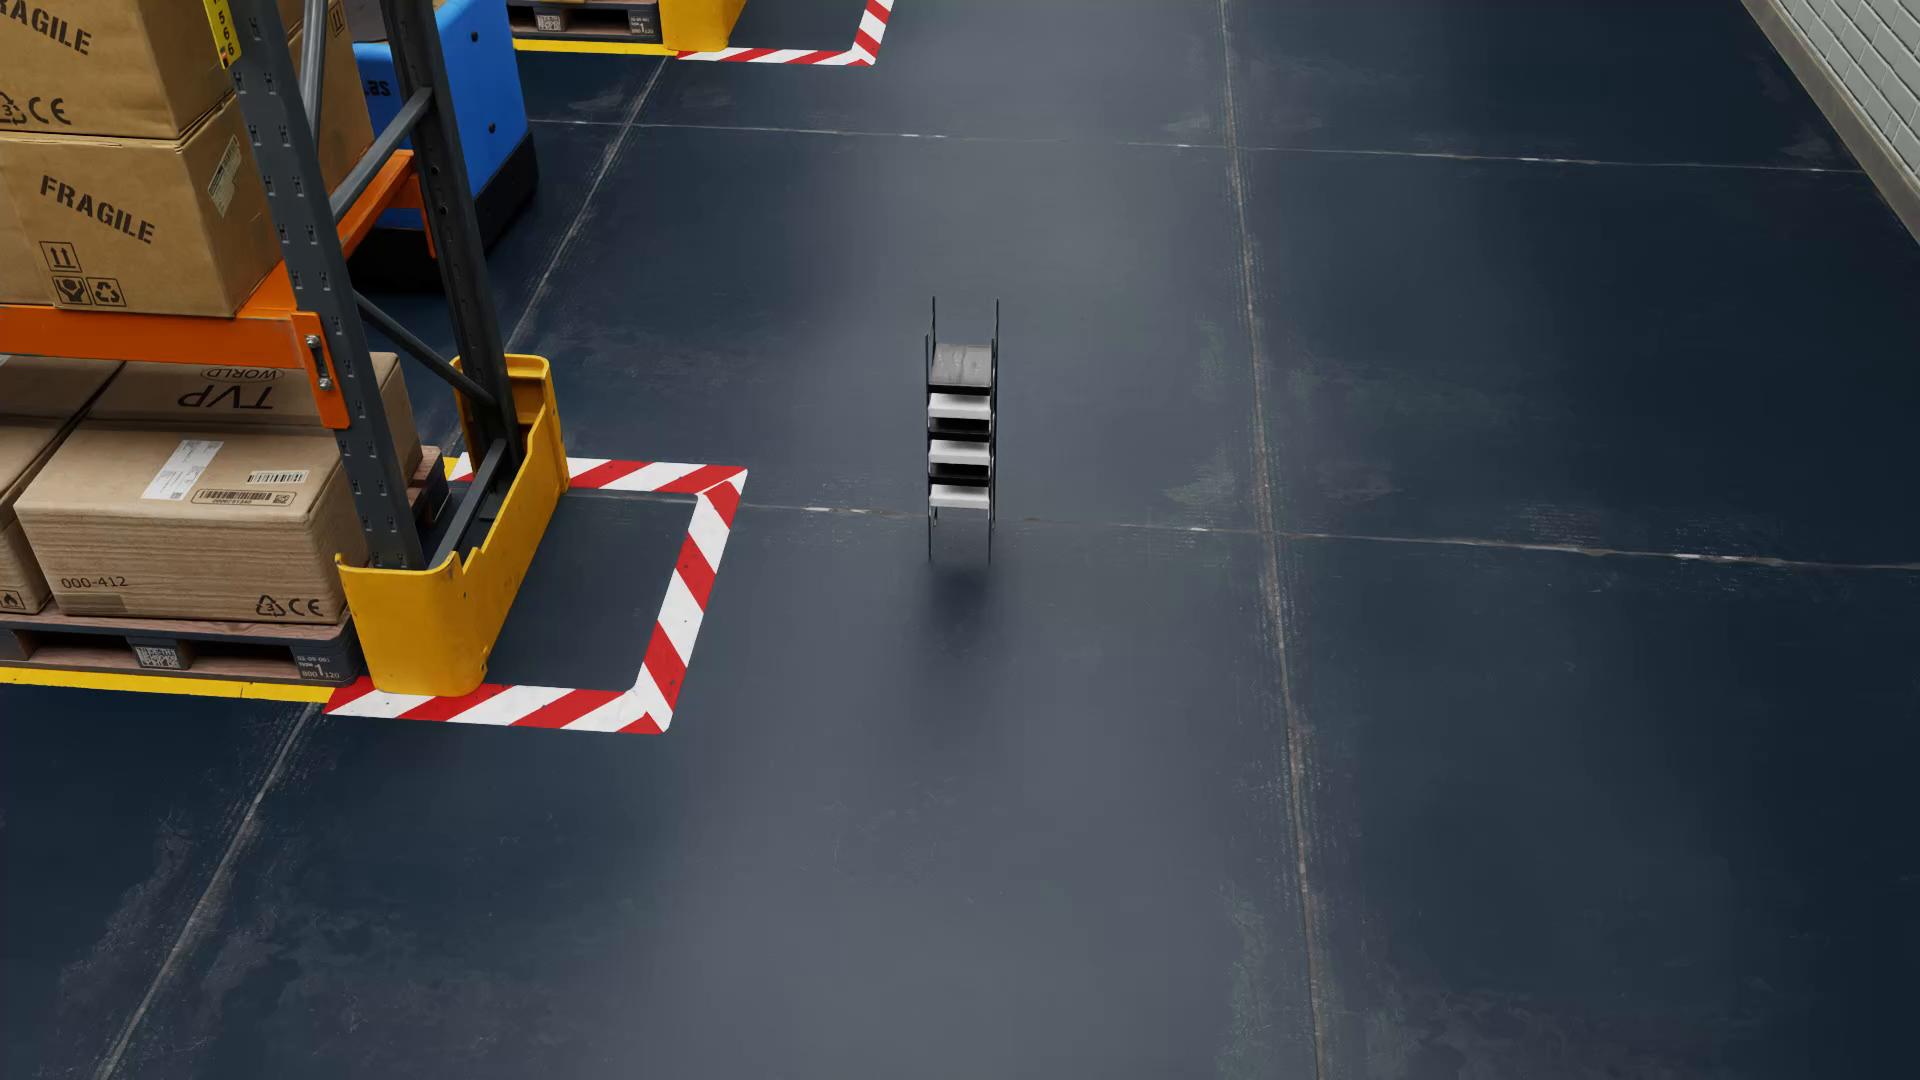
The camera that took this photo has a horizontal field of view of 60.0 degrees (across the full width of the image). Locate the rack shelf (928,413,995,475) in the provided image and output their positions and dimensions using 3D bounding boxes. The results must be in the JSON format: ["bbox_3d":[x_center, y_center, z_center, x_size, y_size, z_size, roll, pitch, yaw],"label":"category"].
[{"bbox_3d":[0.008,-0.323,5.486,0.200,0.077,0.258,3,39,4],"label":"rack shelf"}]

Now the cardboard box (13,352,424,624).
[{"bbox_3d":[-2.314,-0.194,5.309,0.875,0.438,0.875,2,39,2],"label":"cardboard box"}]

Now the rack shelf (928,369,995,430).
[{"bbox_3d":[0.008,-0.462,5.373,0.200,0.077,0.258,3,39,4],"label":"rack shelf"}]

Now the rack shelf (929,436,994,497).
[{"bbox_3d":[0.008,-0.253,5.543,0.200,0.077,0.258,3,39,4],"label":"rack shelf"}]

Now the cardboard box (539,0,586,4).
[{"bbox_3d":[-2.128,-3.075,9.077,0.250,0.149,0.380,4,39,5],"label":"cardboard box"}]

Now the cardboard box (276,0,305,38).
[{"bbox_3d":[-2.101,-1.683,4.570,0.500,0.500,0.500,2,39,3],"label":"cardboard box"}]

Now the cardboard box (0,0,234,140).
[{"bbox_3d":[-2.148,-1.354,4.167,0.500,0.500,0.500,4,39,5],"label":"cardboard box"}]

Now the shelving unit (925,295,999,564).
[{"bbox_3d":[0.008,-0.349,5.465,0.210,0.900,0.258,3,39,4],"label":"shelving unit"}]

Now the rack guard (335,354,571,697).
[{"bbox_3d":[-1.624,-0.081,5.453,0.348,0.500,1.175,3,39,4],"label":"rack guard"}]

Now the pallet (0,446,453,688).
[{"bbox_3d":[-2.451,0.036,5.539,1.213,0.211,1.003,3,39,4],"label":"pallet"}]

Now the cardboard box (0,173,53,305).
[{"bbox_3d":[-2.650,-0.987,4.507,0.500,0.500,0.500,2,39,3],"label":"cardboard box"}]

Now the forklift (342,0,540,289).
[{"bbox_3d":[-3.506,-2.622,6.649,3.031,2.935,1.130,5,39,7],"label":"forklift"}]

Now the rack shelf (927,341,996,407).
[{"bbox_3d":[0.008,-0.532,5.316,0.200,0.077,0.258,3,39,4],"label":"rack shelf"}]

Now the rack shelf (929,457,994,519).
[{"bbox_3d":[0.008,-0.183,5.600,0.200,0.077,0.258,3,39,4],"label":"rack shelf"}]

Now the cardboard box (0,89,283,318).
[{"bbox_3d":[-2.151,-0.950,4.462,0.500,0.500,0.500,3,39,4],"label":"cardboard box"}]

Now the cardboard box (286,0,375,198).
[{"bbox_3d":[-2.101,-1.297,4.888,0.500,0.500,0.500,3,39,3],"label":"cardboard box"}]

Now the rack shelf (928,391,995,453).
[{"bbox_3d":[0.008,-0.392,5.430,0.200,0.077,0.258,3,39,4],"label":"rack shelf"}]

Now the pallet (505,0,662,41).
[{"bbox_3d":[-2.203,-3.159,9.464,1.213,0.211,1.003,3,39,4],"label":"pallet"}]

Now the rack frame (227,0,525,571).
[{"bbox_3d":[-1.647,-1.051,4.665,0.127,3.000,1.000,3,39,4],"label":"rack frame"}]

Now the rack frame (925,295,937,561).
[{"bbox_3d":[-0.093,-0.354,5.472,0.006,0.900,0.240,3,39,4],"label":"rack frame"}]

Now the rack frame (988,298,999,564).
[{"bbox_3d":[0.109,-0.343,5.459,0.006,0.900,0.240,3,39,4],"label":"rack frame"}]

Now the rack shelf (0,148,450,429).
[{"bbox_3d":[-3.640,-0.881,5.026,4.000,0.370,1.077,3,39,4],"label":"rack shelf"}]

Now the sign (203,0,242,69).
[{"bbox_3d":[-1.708,-1.252,3.807,0.005,0.325,0.100,3,39,4],"label":"sign"}]

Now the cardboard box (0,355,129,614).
[{"bbox_3d":[-3.226,-0.238,5.363,0.875,0.438,0.875,4,39,5],"label":"cardboard box"}]

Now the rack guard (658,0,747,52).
[{"bbox_3d":[-1.397,-3.205,9.291,0.348,0.500,1.175,3,39,4],"label":"rack guard"}]
